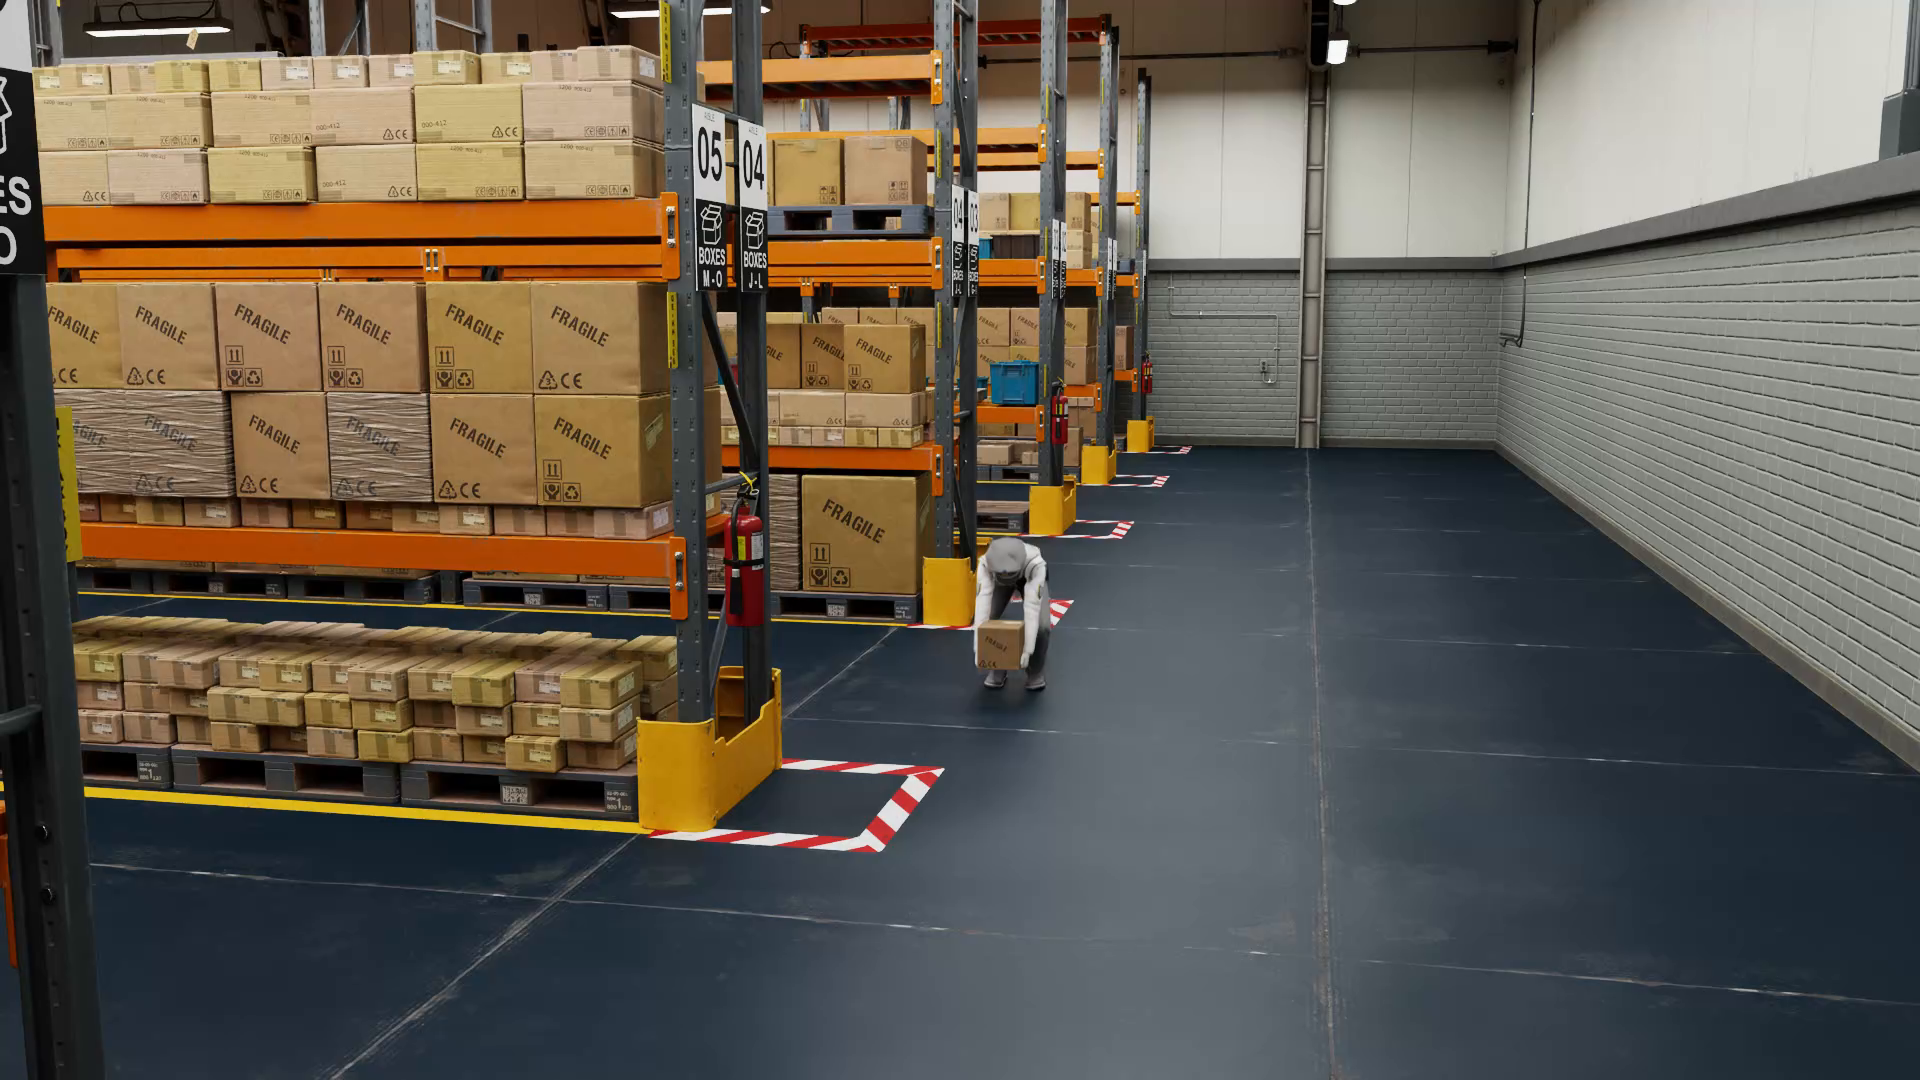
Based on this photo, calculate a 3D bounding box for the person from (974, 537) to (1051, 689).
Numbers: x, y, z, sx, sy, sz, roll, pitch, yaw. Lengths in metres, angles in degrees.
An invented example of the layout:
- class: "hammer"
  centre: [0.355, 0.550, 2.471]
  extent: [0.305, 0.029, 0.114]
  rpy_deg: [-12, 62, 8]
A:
- class: "person"
  centre: [0.320, 0.437, 10.124]
  extent: [0.466, 0.998, 0.909]
  rpy_deg: [1, 8, 9]
